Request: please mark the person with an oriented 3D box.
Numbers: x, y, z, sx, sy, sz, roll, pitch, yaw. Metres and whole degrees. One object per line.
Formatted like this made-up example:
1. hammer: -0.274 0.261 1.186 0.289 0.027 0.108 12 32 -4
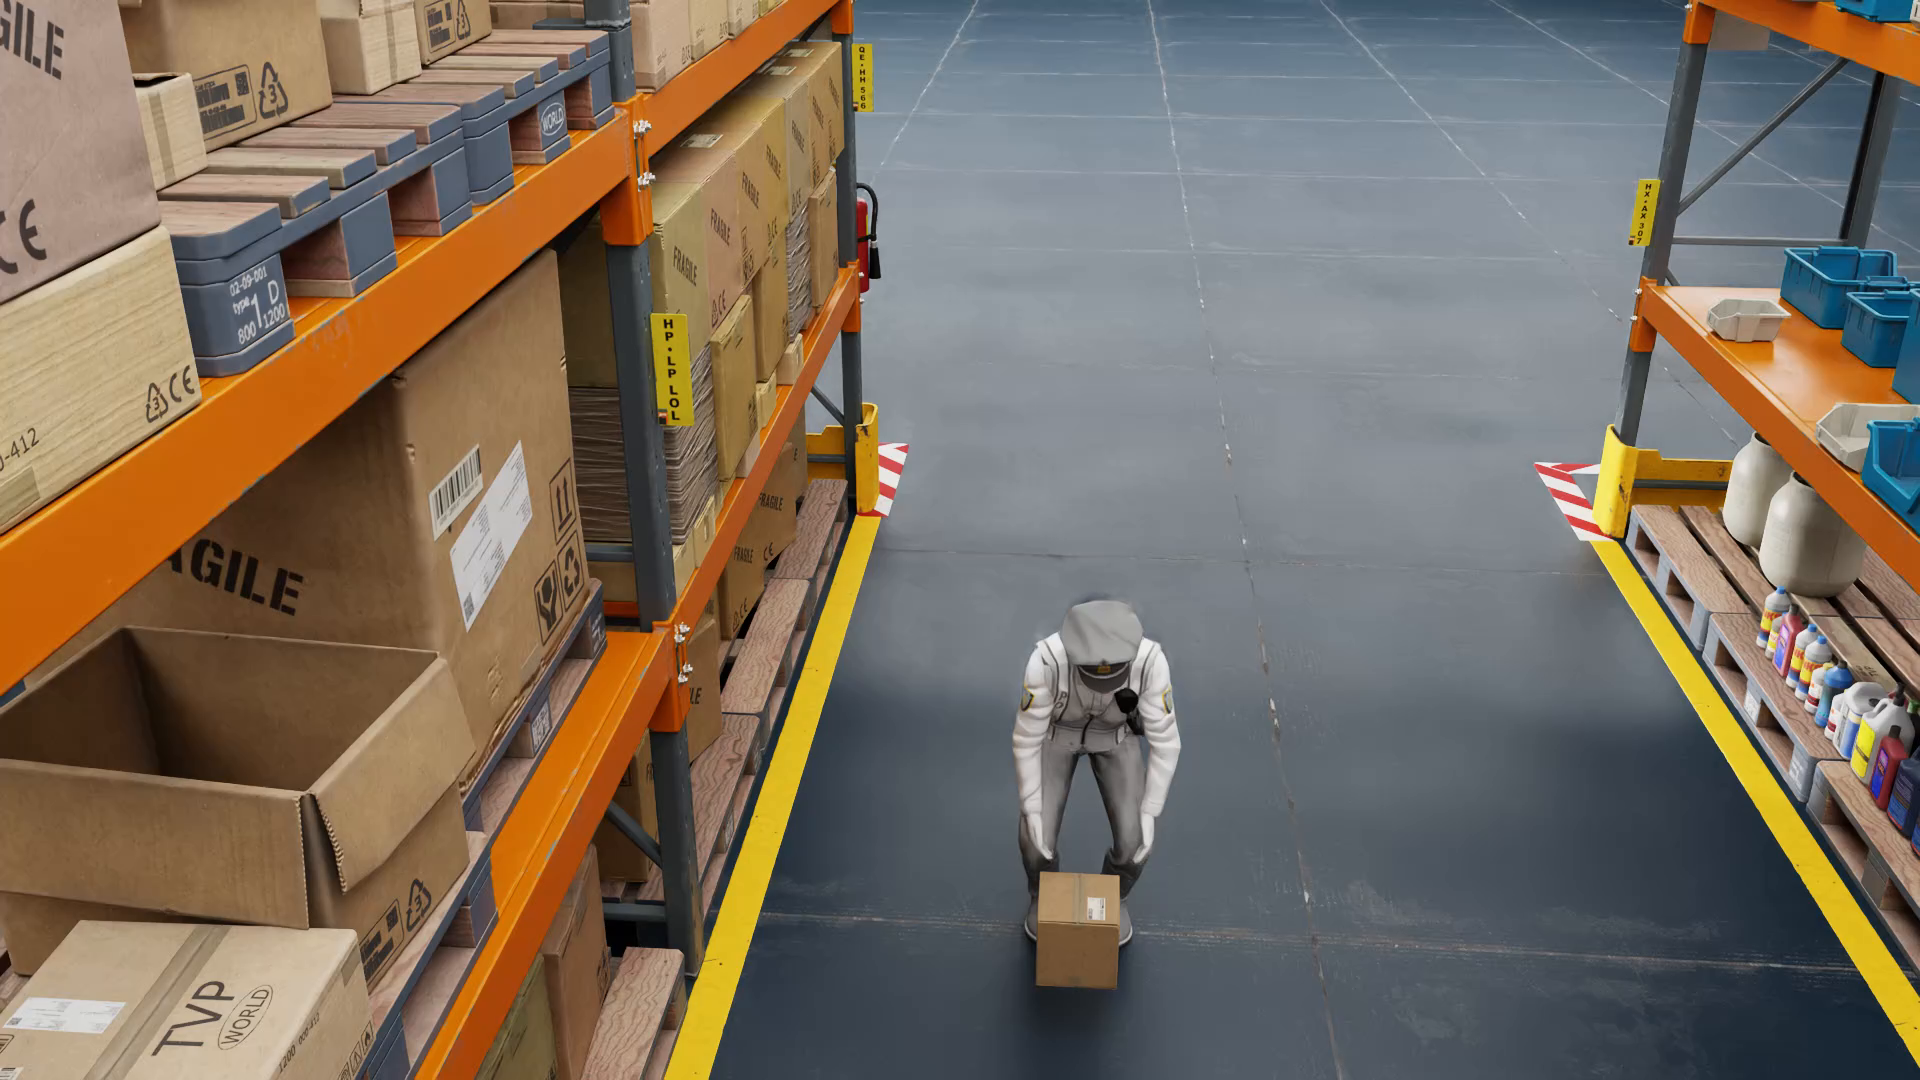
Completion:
1. person: 0.437 0.738 5.392 0.535 1.345 0.723 2 25 4
